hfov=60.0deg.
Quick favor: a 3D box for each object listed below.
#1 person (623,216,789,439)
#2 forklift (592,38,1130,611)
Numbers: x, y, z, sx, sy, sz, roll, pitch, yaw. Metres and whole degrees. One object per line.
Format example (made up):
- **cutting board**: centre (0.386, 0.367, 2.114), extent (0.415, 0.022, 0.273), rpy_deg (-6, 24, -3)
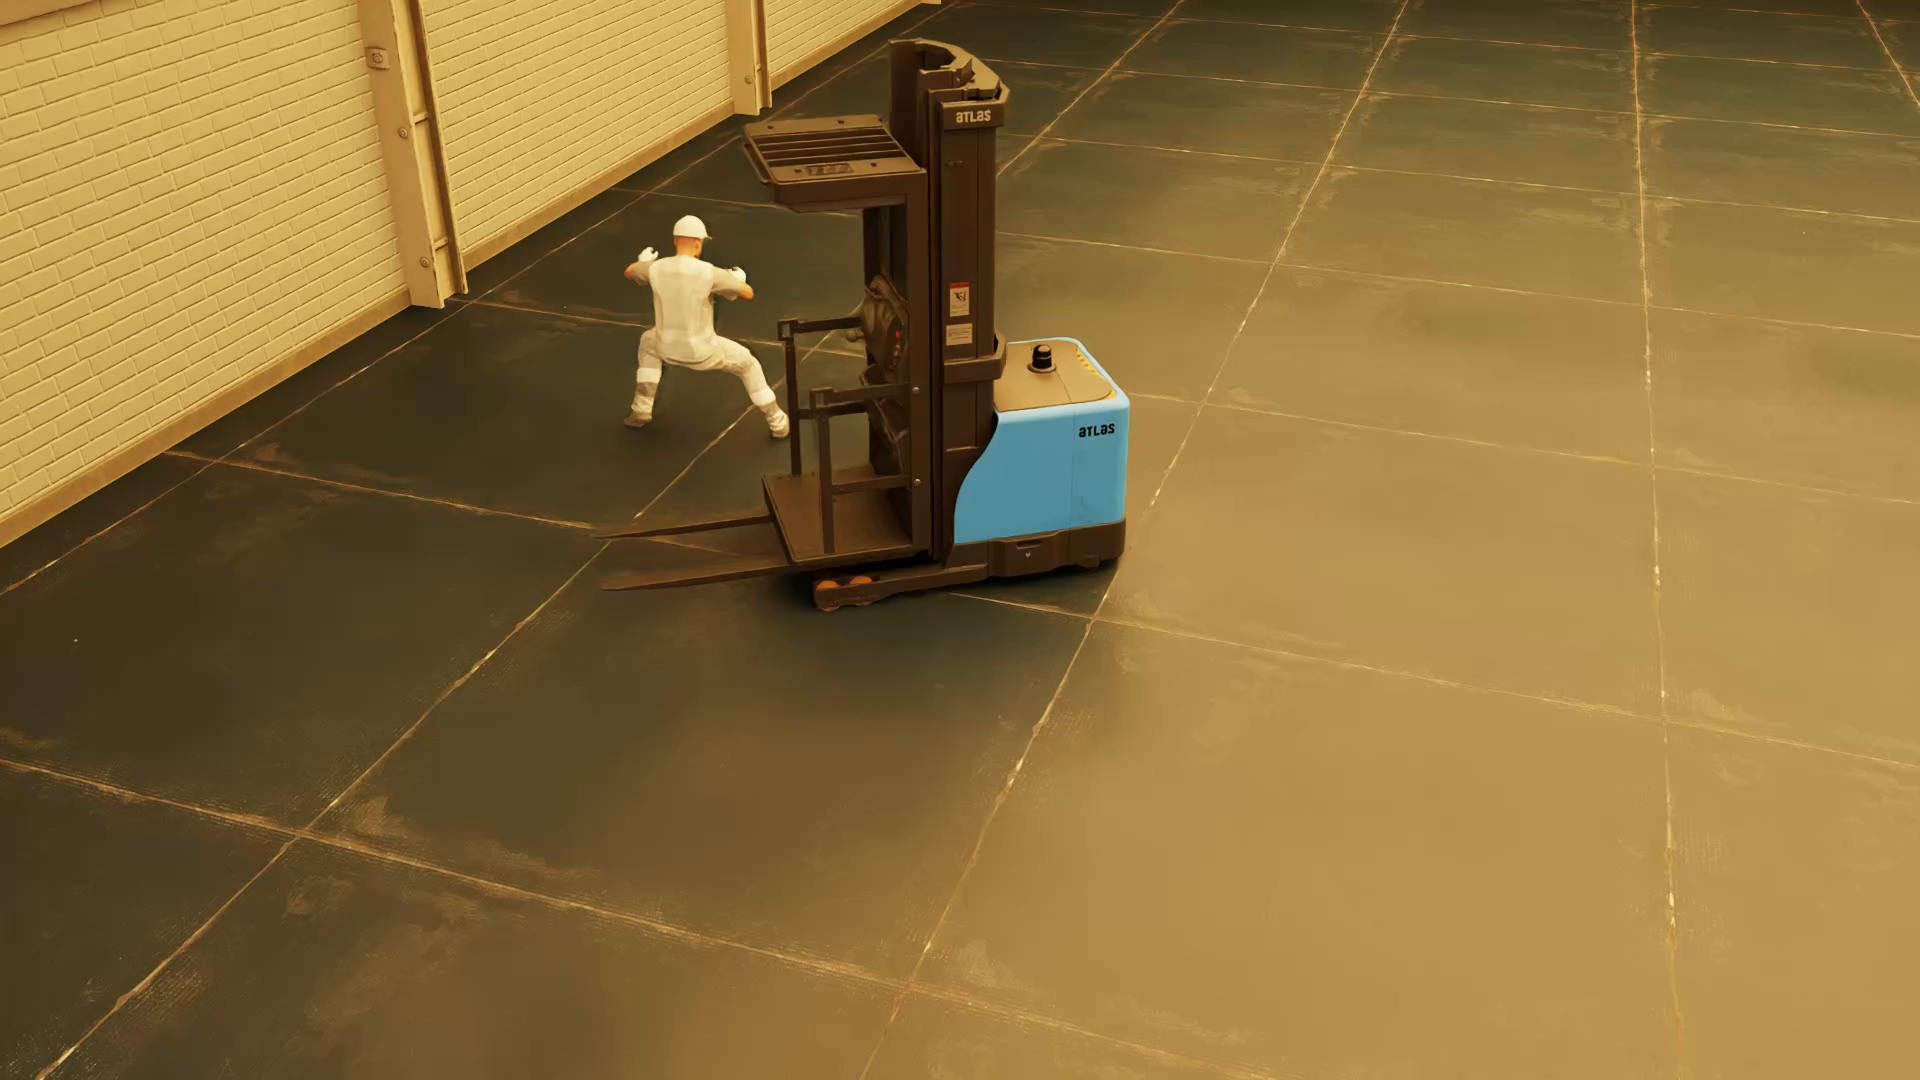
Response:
- **person**: centre (-1.741, -1.418, 11.018), extent (1.136, 1.548, 0.711), rpy_deg (8, 31, 13)
- **forklift**: centre (-0.605, -1.164, 9.179), extent (3.031, 2.935, 1.130), rpy_deg (-8, 31, -13)
